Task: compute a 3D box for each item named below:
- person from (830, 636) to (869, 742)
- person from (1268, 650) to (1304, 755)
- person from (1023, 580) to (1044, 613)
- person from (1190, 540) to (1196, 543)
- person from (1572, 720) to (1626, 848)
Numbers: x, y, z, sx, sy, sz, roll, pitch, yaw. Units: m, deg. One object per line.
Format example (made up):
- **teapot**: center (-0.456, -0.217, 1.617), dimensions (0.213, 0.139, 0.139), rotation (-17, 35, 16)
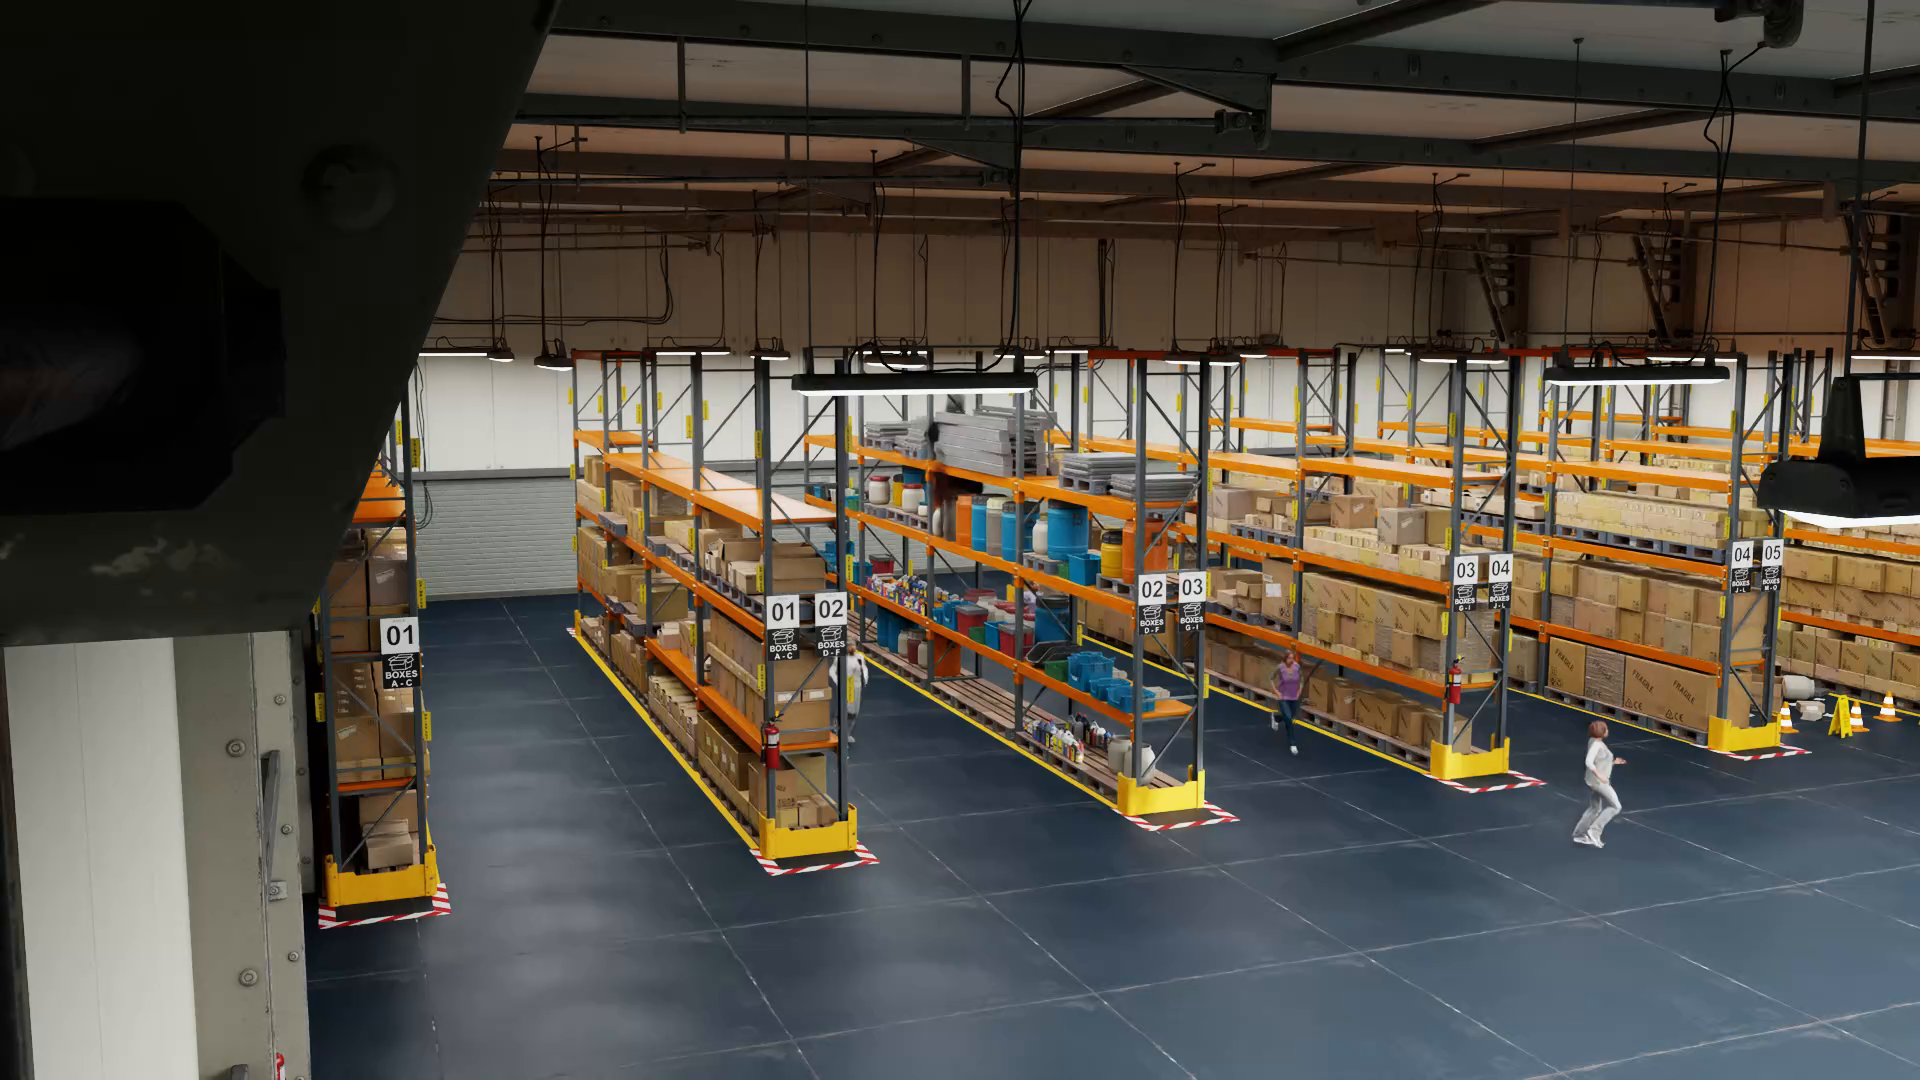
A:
- **person**: center (-1.678, 2.309, 25.822), dimensions (0.604, 1.668, 0.566), rotation (-4, 8, -29)
- **person**: center (4.955, 2.424, 25.400), dimensions (0.538, 1.585, 0.894), rotation (-2, 7, -13)
- **person**: center (1.469, 1.546, 32.184), dimensions (0.615, 1.584, 0.551), rotation (-5, 9, -35)
- **person**: center (5.100, 0.875, 36.877), dimensions (0.713, 1.776, 0.955), rotation (-5, 9, -35)
- **person**: center (7.891, 3.006, 20.467), dimensions (0.613, 1.588, 0.520), rotation (1, 7, 6)
